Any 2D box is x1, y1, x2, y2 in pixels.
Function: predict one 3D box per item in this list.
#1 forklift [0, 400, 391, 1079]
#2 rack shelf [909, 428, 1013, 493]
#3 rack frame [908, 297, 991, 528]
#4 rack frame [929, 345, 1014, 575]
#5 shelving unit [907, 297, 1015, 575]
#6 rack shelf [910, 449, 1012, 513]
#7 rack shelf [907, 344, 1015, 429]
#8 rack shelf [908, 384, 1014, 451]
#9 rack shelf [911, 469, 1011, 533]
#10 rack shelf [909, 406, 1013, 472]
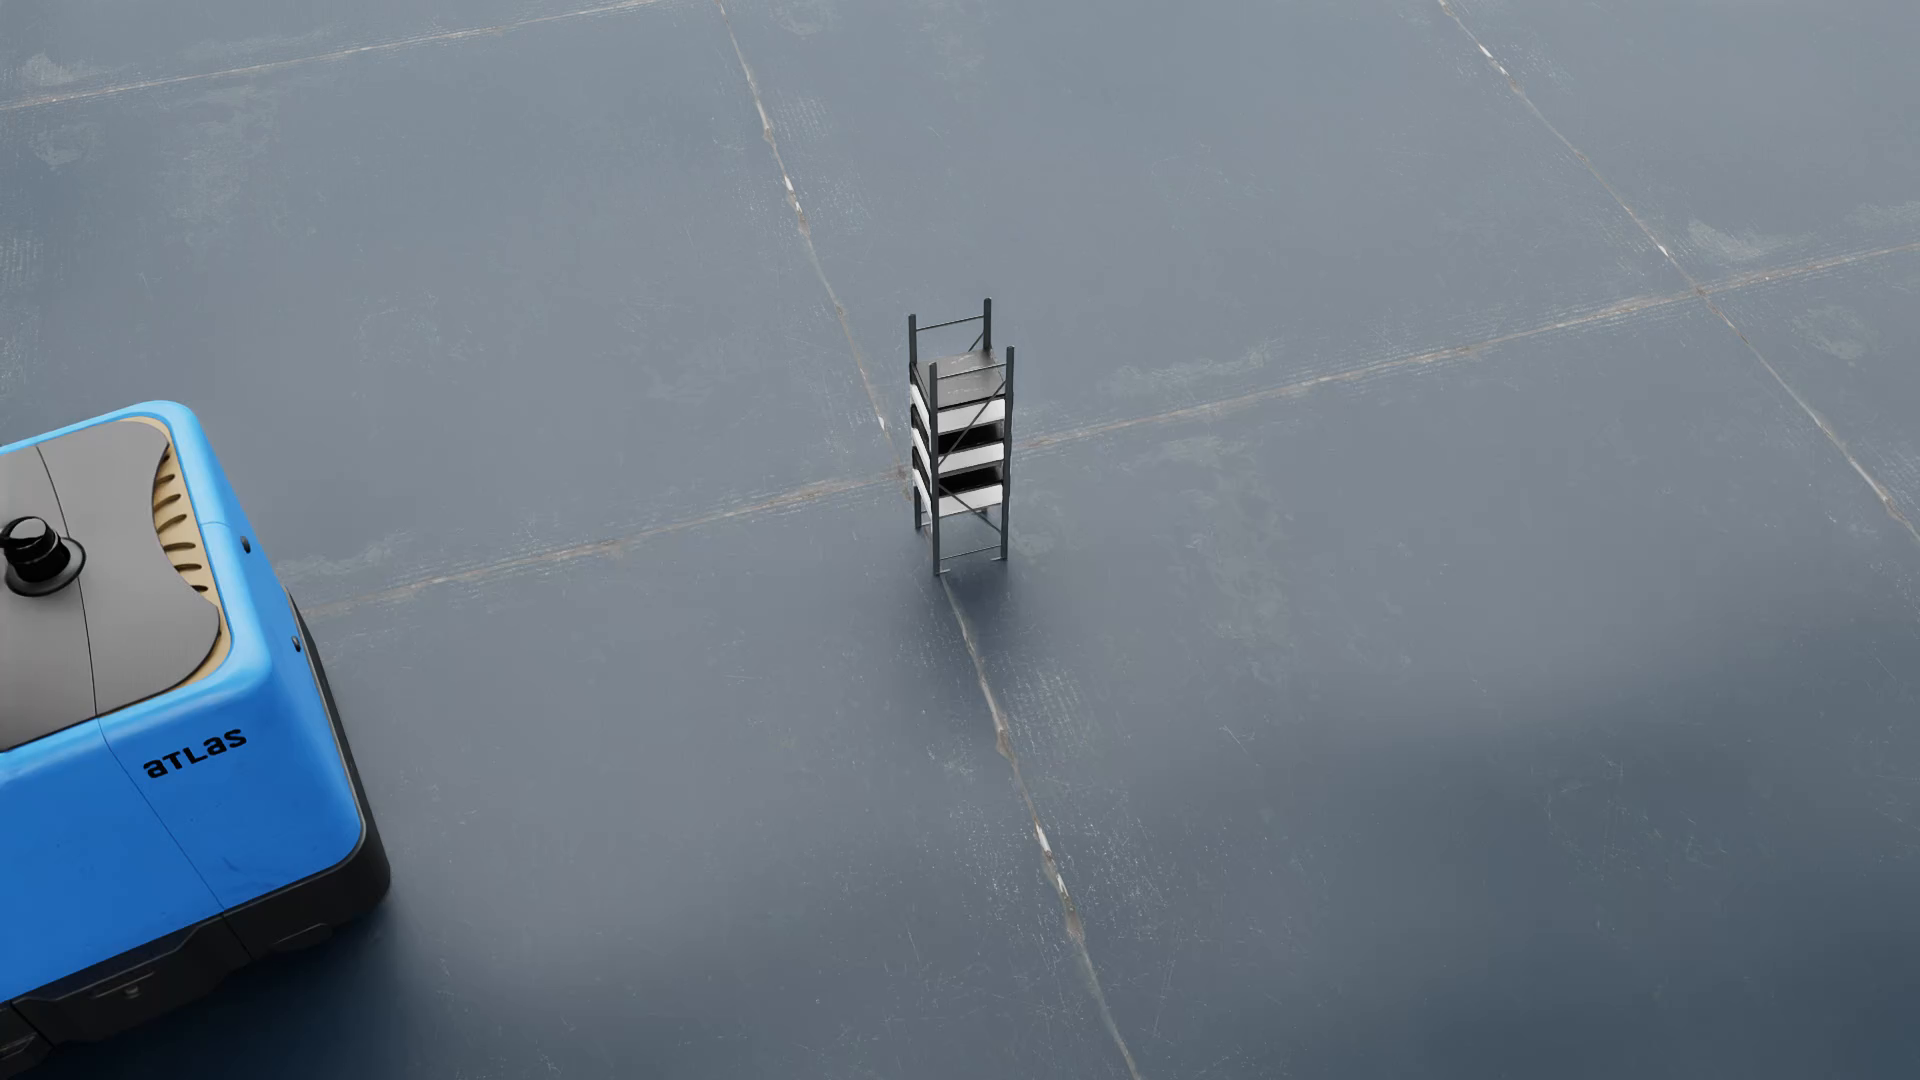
[{"bbox_3d":[-3.053,0.223,3.145,3.031,2.935,1.130,-22,53,-17],"label":"forklift"},{"bbox_3d":[0.002,-0.263,4.926,0.258,0.077,0.200,-13,51,-11],"label":"rack shelf"},{"bbox_3d":[-0.028,-0.358,4.964,0.240,0.900,0.006,-13,51,-11],"label":"rack frame"},{"bbox_3d":[0.032,-0.210,4.838,0.240,0.900,0.006,-13,51,-11],"label":"rack frame"},{"bbox_3d":[0.002,-0.284,4.901,0.258,0.900,0.210,-13,51,-11],"label":"shelving unit"},{"bbox_3d":[0.002,-0.205,4.995,0.258,0.077,0.200,-13,51,-11],"label":"rack shelf"},{"bbox_3d":[0.002,-0.437,4.720,0.258,0.077,0.200,-13,51,-11],"label":"rack shelf"},{"bbox_3d":[0.002,-0.379,4.789,0.258,0.077,0.200,-13,51,-11],"label":"rack shelf"},{"bbox_3d":[0.002,-0.147,5.064,0.258,0.077,0.200,-13,51,-11],"label":"rack shelf"},{"bbox_3d":[0.002,-0.321,4.858,0.258,0.077,0.200,-13,51,-11],"label":"rack shelf"}]
